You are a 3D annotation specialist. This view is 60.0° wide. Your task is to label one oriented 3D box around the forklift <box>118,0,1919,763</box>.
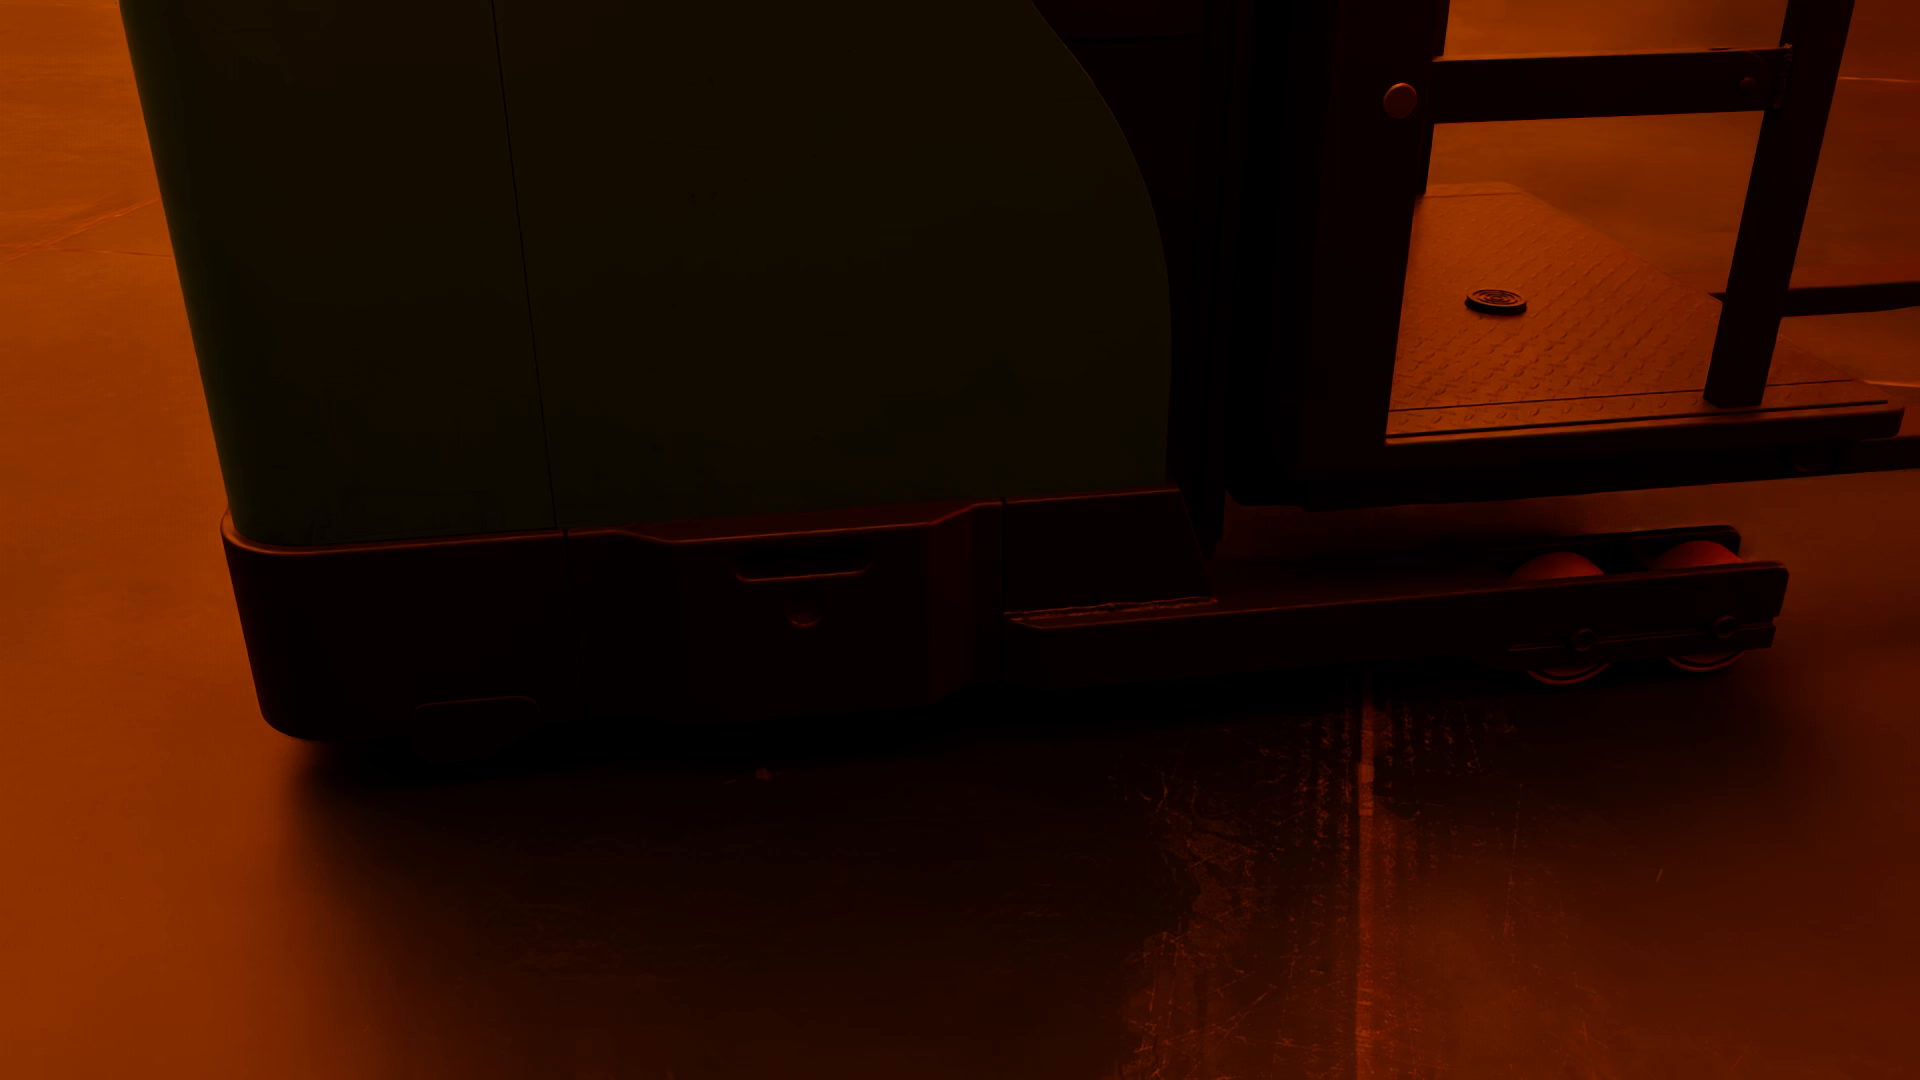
[{"bbox_3d":[0.600,-1.354,1.930,3.031,2.935,1.130,-4,27,-9],"label":"forklift"}]
